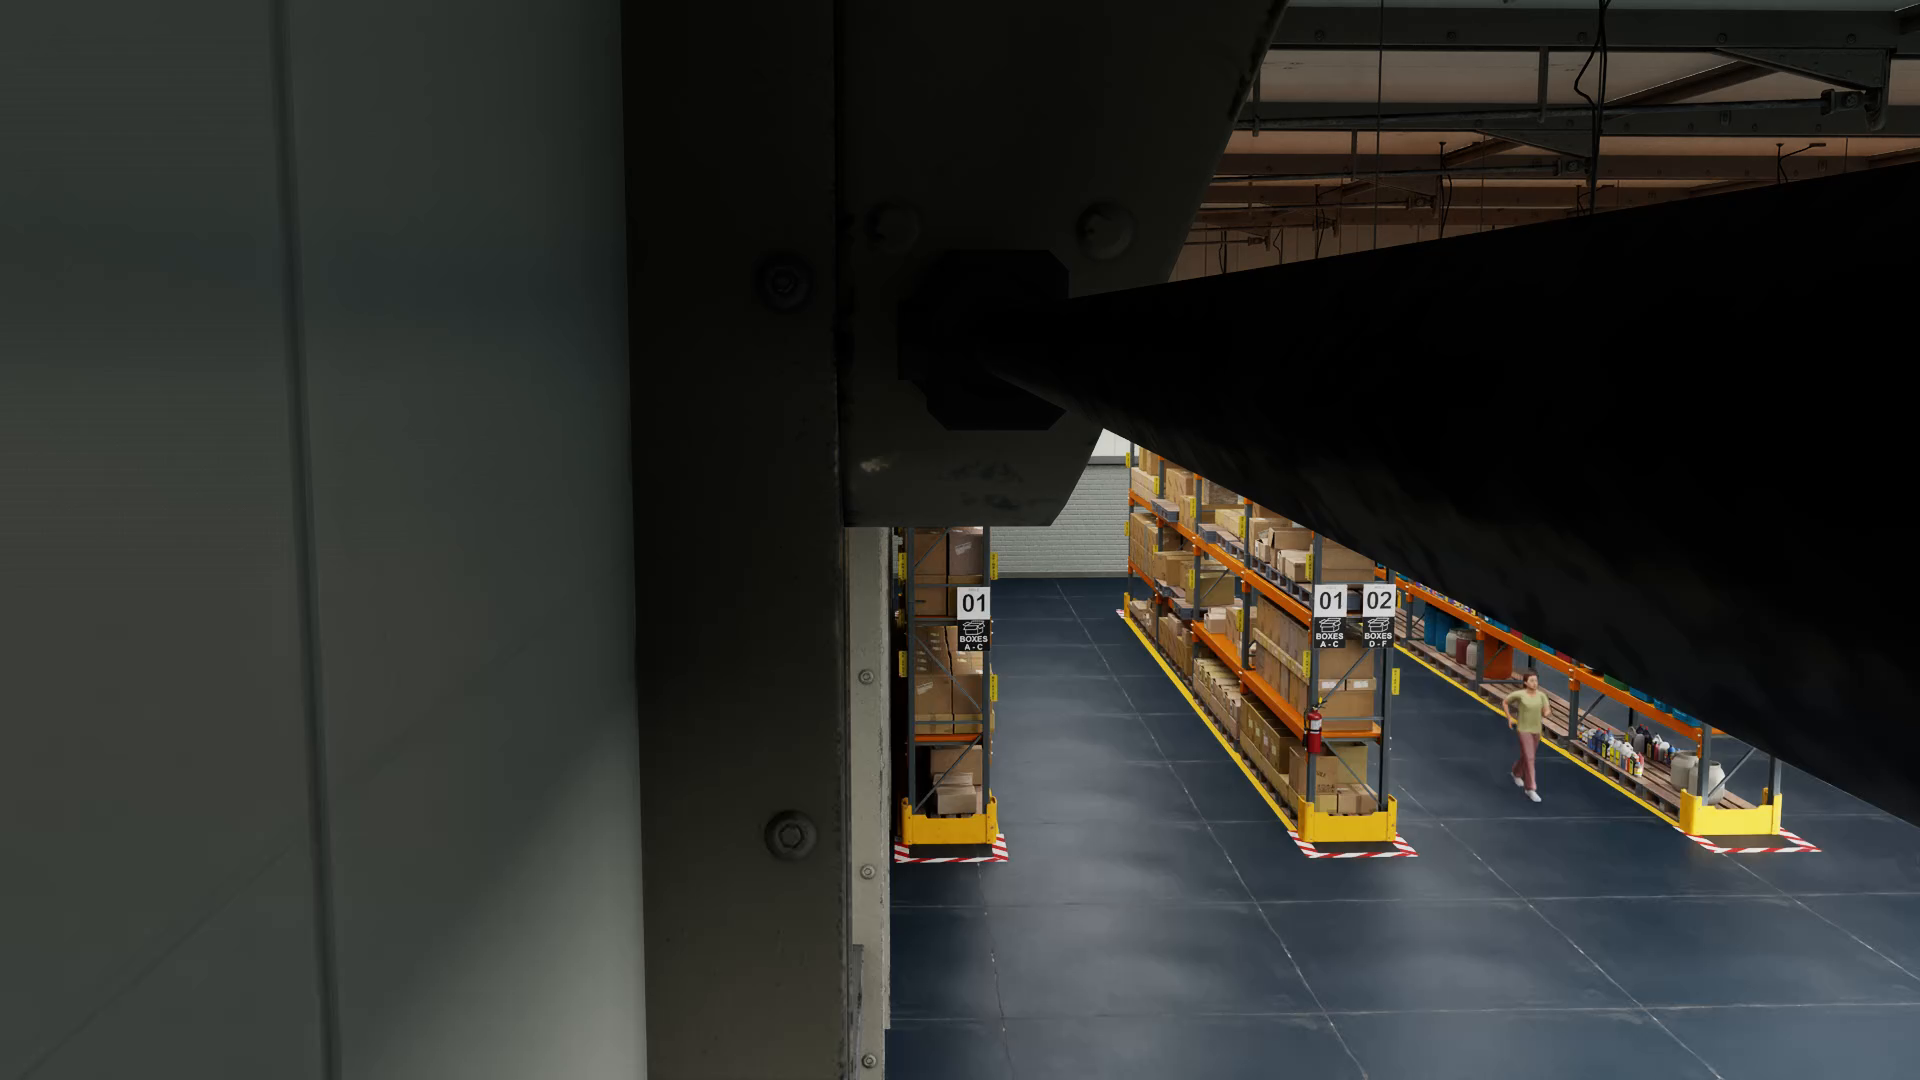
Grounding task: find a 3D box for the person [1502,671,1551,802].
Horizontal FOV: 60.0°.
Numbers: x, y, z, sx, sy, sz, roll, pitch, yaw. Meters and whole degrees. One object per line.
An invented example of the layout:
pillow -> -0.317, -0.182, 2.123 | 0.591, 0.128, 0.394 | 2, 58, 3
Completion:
person -> 7.688, 2.603, 22.478 | 0.564, 1.682, 0.907 | -2, 7, -12
